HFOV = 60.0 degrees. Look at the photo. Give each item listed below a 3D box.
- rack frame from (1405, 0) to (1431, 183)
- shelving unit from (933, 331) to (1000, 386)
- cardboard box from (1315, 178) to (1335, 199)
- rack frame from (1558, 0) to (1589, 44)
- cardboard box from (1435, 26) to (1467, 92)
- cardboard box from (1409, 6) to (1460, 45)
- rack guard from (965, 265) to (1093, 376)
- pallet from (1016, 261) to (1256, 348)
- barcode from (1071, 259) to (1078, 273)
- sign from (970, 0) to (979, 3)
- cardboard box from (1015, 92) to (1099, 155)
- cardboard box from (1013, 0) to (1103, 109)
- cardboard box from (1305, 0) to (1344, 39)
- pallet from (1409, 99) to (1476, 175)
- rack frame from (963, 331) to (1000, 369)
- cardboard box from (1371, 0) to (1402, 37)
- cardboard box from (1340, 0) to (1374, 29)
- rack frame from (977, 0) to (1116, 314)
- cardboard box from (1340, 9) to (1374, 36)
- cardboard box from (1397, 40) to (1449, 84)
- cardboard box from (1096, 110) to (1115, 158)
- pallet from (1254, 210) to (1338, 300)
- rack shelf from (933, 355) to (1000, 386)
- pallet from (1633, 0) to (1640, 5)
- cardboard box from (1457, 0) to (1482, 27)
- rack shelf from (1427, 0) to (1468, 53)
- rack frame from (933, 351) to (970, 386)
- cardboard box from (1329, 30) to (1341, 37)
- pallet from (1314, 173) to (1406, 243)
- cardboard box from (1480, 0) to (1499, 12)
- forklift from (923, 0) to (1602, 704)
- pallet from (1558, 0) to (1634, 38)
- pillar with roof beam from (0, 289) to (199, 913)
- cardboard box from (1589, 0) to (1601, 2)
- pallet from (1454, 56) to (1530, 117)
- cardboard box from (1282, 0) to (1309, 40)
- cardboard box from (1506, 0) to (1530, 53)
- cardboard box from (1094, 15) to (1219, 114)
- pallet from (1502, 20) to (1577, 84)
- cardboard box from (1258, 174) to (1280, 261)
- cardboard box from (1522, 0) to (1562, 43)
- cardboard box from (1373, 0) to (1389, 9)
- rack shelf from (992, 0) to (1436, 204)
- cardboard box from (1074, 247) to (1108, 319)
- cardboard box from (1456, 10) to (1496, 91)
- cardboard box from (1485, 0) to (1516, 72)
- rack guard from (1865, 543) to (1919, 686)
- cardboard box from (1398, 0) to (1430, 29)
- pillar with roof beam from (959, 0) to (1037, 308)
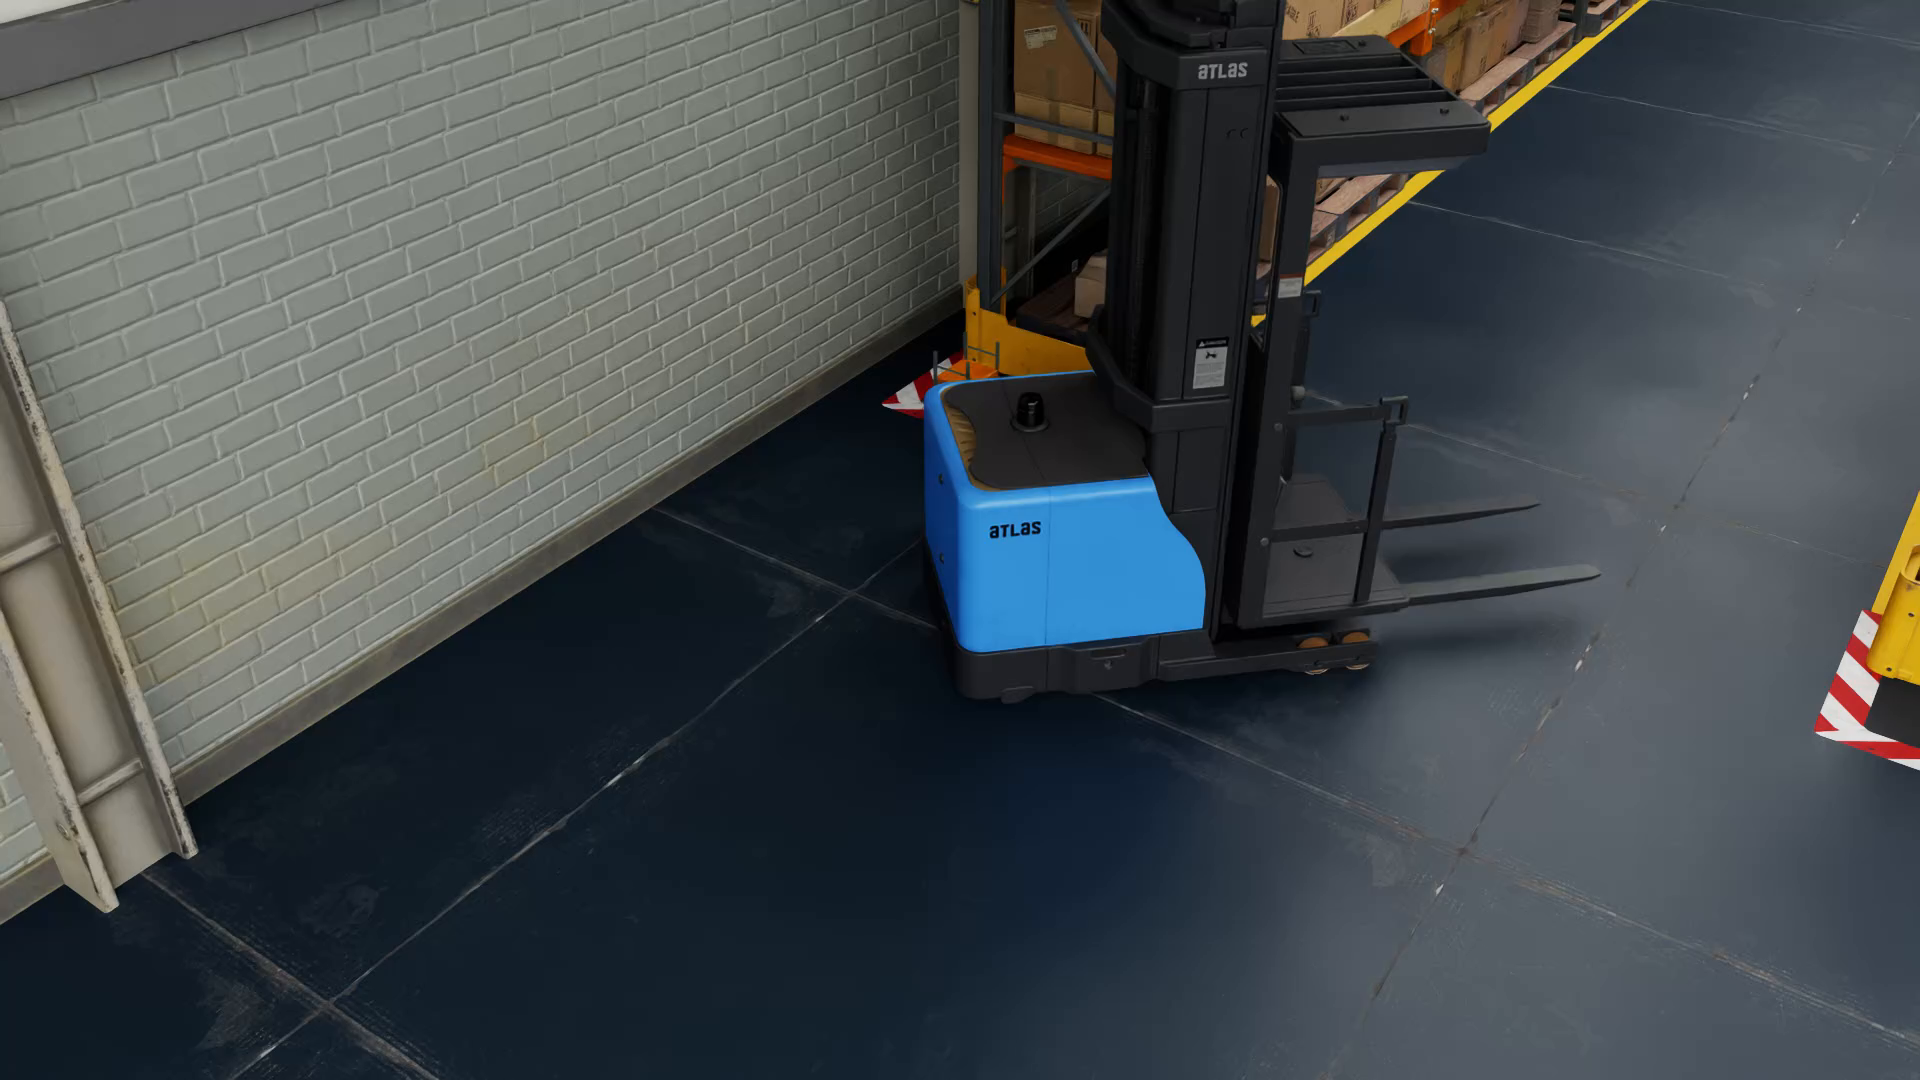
[{"bbox_3d":[2.821,-3.995,11.479,1.000,3.000,0.127,21,39,28],"label":"rack frame"},{"bbox_3d":[0.031,-0.460,7.992,0.215,1.050,0.252,21,39,28],"label":"shelving unit"},{"bbox_3d":[2.262,-2.651,11.331,0.500,0.500,0.500,18,38,25],"label":"cardboard box"},{"bbox_3d":[5.102,-5.836,14.202,1.000,3.000,0.127,21,39,28],"label":"rack frame"},{"bbox_3d":[3.480,-3.739,12.941,0.700,0.500,0.500,20,39,27],"label":"cardboard box"},{"bbox_3d":[3.475,-4.000,12.656,0.500,0.250,0.500,20,39,27],"label":"cardboard box"},{"bbox_3d":[0.583,-1.153,9.509,1.175,0.500,0.348,21,39,28],"label":"rack guard"},{"bbox_3d":[1.076,-1.396,10.126,1.003,0.211,1.213,21,39,28],"label":"pallet"},{"bbox_3d":[0.690,-1.652,10.014,0.001,0.075,0.075,21,39,28],"label":"barcode"},{"bbox_3d":[0.096,-2.951,8.620,0.100,0.325,0.005,21,39,28],"label":"sign"},{"bbox_3d":[0.647,-2.377,9.204,0.500,0.250,0.500,22,40,29],"label":"cardboard box"},{"bbox_3d":[0.634,-2.696,9.005,0.500,0.500,0.500,21,39,28],"label":"cardboard box"},{"bbox_3d":[1.934,-3.236,9.804,0.500,0.500,0.500,23,40,30],"label":"cardboard box"},{"bbox_3d":[3.264,-3.198,12.791,1.003,0.211,1.213,21,39,28],"label":"pallet"},{"bbox_3d":[0.100,-0.516,8.075,0.200,1.050,0.008,21,39,28],"label":"rack frame"},{"bbox_3d":[2.509,-3.399,10.715,0.500,0.250,0.500,21,40,28],"label":"cardboard box"},{"bbox_3d":[2.230,-3.475,10.158,0.500,0.500,0.500,20,39,27],"label":"cardboard box"},{"bbox_3d":[0.540,-2.154,8.757,1.000,3.000,0.127,21,39,28],"label":"rack frame"},{"bbox_3d":[2.235,-3.163,10.366,0.500,0.250,0.500,21,39,28],"label":"cardboard box"},{"bbox_3d":[3.227,-3.486,12.565,0.700,0.500,0.500,23,40,30],"label":"cardboard box"},{"bbox_3d":[1.079,-2.223,8.976,0.500,0.250,0.500,20,39,27],"label":"cardboard box"},{"bbox_3d":[1.772,-1.955,10.953,1.003,0.211,1.213,21,39,28],"label":"pallet"},{"bbox_3d":[0.031,-0.686,7.839,0.215,0.259,0.240,21,39,28],"label":"rack shelf"},{"bbox_3d":[6.309,-5.578,16.310,1.003,0.211,1.213,21,39,28],"label":"pallet"},{"bbox_3d":[3.769,-4.241,13.012,0.500,0.250,0.500,20,39,27],"label":"cardboard box"},{"bbox_3d":[3.961,-4.617,13.042,1.077,0.370,4.000,21,39,28],"label":"rack shelf"},{"bbox_3d":[-0.039,-0.403,7.909,0.200,1.050,0.008,21,39,28],"label":"rack frame"},{"bbox_3d":[1.949,-2.931,10.023,0.500,0.250,0.500,22,40,29],"label":"cardboard box"},{"bbox_3d":[2.467,-2.519,11.787,1.003,0.211,1.213,21,39,28],"label":"pallet"},{"bbox_3d":[4.068,-4.464,13.343,0.500,0.250,0.500,21,39,28],"label":"cardboard box"},{"bbox_3d":[1.394,-0.904,6.970,3.031,2.935,1.130,-6,35,-9],"label":"forklift"},{"bbox_3d":[5.613,-5.019,15.484,1.003,0.211,1.213,21,39,28],"label":"pallet"},{"bbox_3d":[0.344,-1.101,1.845,9.100,9.000,0.400,21,39,28],"label":"pillar with roof beam"},{"bbox_3d":[5.629,-5.416,15.125,0.750,0.750,0.750,21,39,28],"label":"cardboard box"},{"bbox_3d":[3.959,-3.762,13.625,1.003,0.211,1.213,21,39,28],"label":"pallet"},{"bbox_3d":[1.649,-2.994,9.447,0.500,0.500,0.500,20,39,27],"label":"cardboard box"},{"bbox_3d":[4.345,-4.434,13.968,0.700,0.500,0.500,21,39,28],"label":"cardboard box"},{"bbox_3d":[1.059,-2.534,8.767,0.500,0.500,0.500,21,39,28],"label":"cardboard box"},{"bbox_3d":[4.655,-4.321,14.452,1.003,0.211,1.213,21,39,28],"label":"pallet"},{"bbox_3d":[1.793,-2.174,10.626,0.700,0.500,0.500,19,38,25],"label":"cardboard box"},{"bbox_3d":[4.734,-4.634,14.264,0.700,0.500,0.500,22,40,29],"label":"cardboard box"},{"bbox_3d":[2.525,-3.704,10.496,0.500,0.500,0.500,21,39,28],"label":"cardboard box"},{"bbox_3d":[1.681,-2.776,10.320,1.077,0.370,4.000,21,39,28],"label":"rack shelf"},{"bbox_3d":[1.009,-1.512,9.816,0.500,0.311,0.500,17,37,23],"label":"cardboard box"},{"bbox_3d":[3.804,-3.961,13.269,0.700,0.500,0.500,22,40,29],"label":"cardboard box"},{"bbox_3d":[4.085,-4.197,13.617,0.700,0.500,0.500,21,39,28],"label":"cardboard box"},{"bbox_3d":[4.598,0.473,7.104,1.175,0.500,0.348,21,39,28],"label":"rack guard"},{"bbox_3d":[2.800,-3.626,11.050,0.500,0.250,0.500,21,40,28],"label":"cardboard box"},{"bbox_3d":[3.765,-3.862,5.928,9.100,9.000,0.400,21,39,28],"label":"pillar with roof beam"}]
